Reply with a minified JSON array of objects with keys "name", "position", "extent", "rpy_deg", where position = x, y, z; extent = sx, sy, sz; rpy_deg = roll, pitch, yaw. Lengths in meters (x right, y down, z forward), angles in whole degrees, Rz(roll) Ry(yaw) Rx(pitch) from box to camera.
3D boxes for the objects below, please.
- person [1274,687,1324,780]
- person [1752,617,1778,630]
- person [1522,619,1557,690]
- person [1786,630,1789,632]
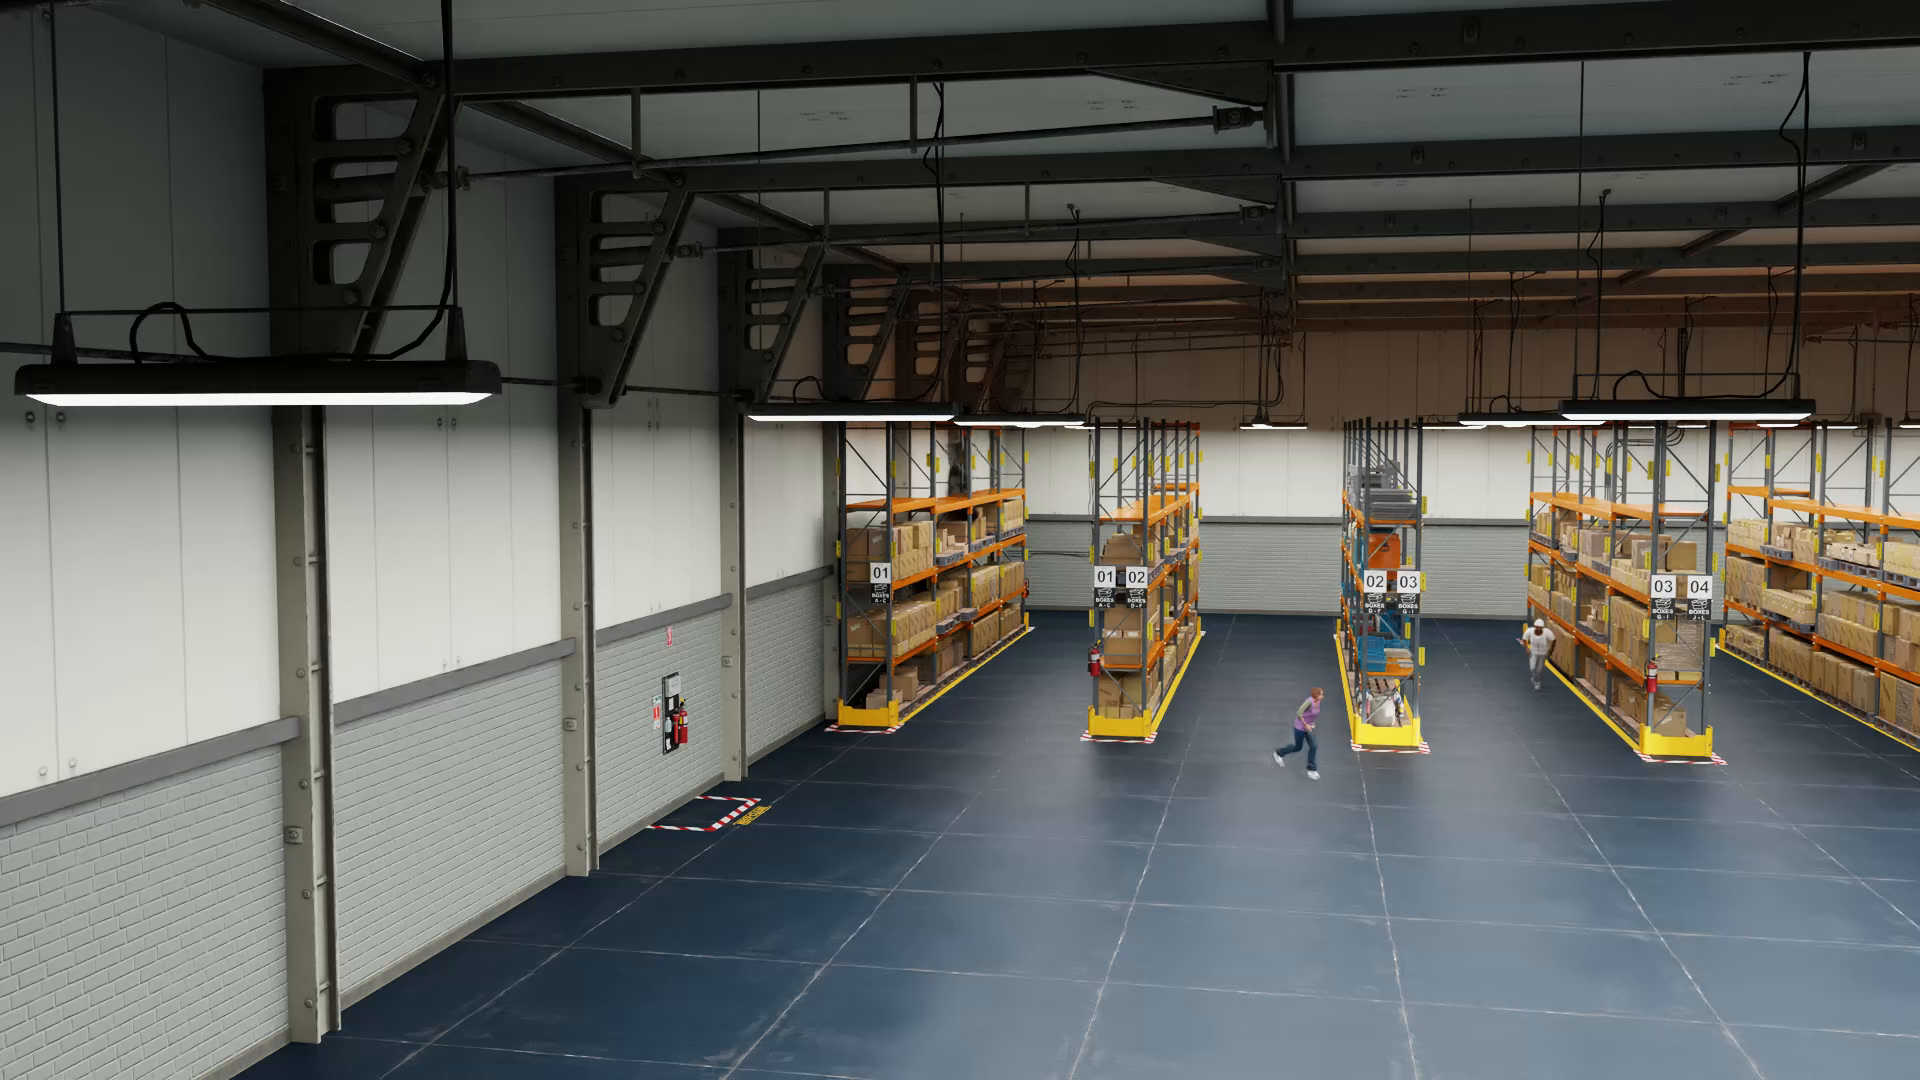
[{"name":"person","position":[5.666,3.178,27.722],"extent":[0.863,1.549,0.561],"rpy_deg":[3,5,37]},{"name":"person","position":[21.757,1.965,44.955],"extent":[0.765,1.734,0.660],"rpy_deg":[1,4,11]},{"name":"person","position":[12.914,2.527,37.086],"extent":[0.720,1.607,0.974],"rpy_deg":[1,4,19]},{"name":"person","position":[22.126,2.084,44.001],"extent":[0.635,1.700,0.710],"rpy_deg":[0,4,-6]}]
